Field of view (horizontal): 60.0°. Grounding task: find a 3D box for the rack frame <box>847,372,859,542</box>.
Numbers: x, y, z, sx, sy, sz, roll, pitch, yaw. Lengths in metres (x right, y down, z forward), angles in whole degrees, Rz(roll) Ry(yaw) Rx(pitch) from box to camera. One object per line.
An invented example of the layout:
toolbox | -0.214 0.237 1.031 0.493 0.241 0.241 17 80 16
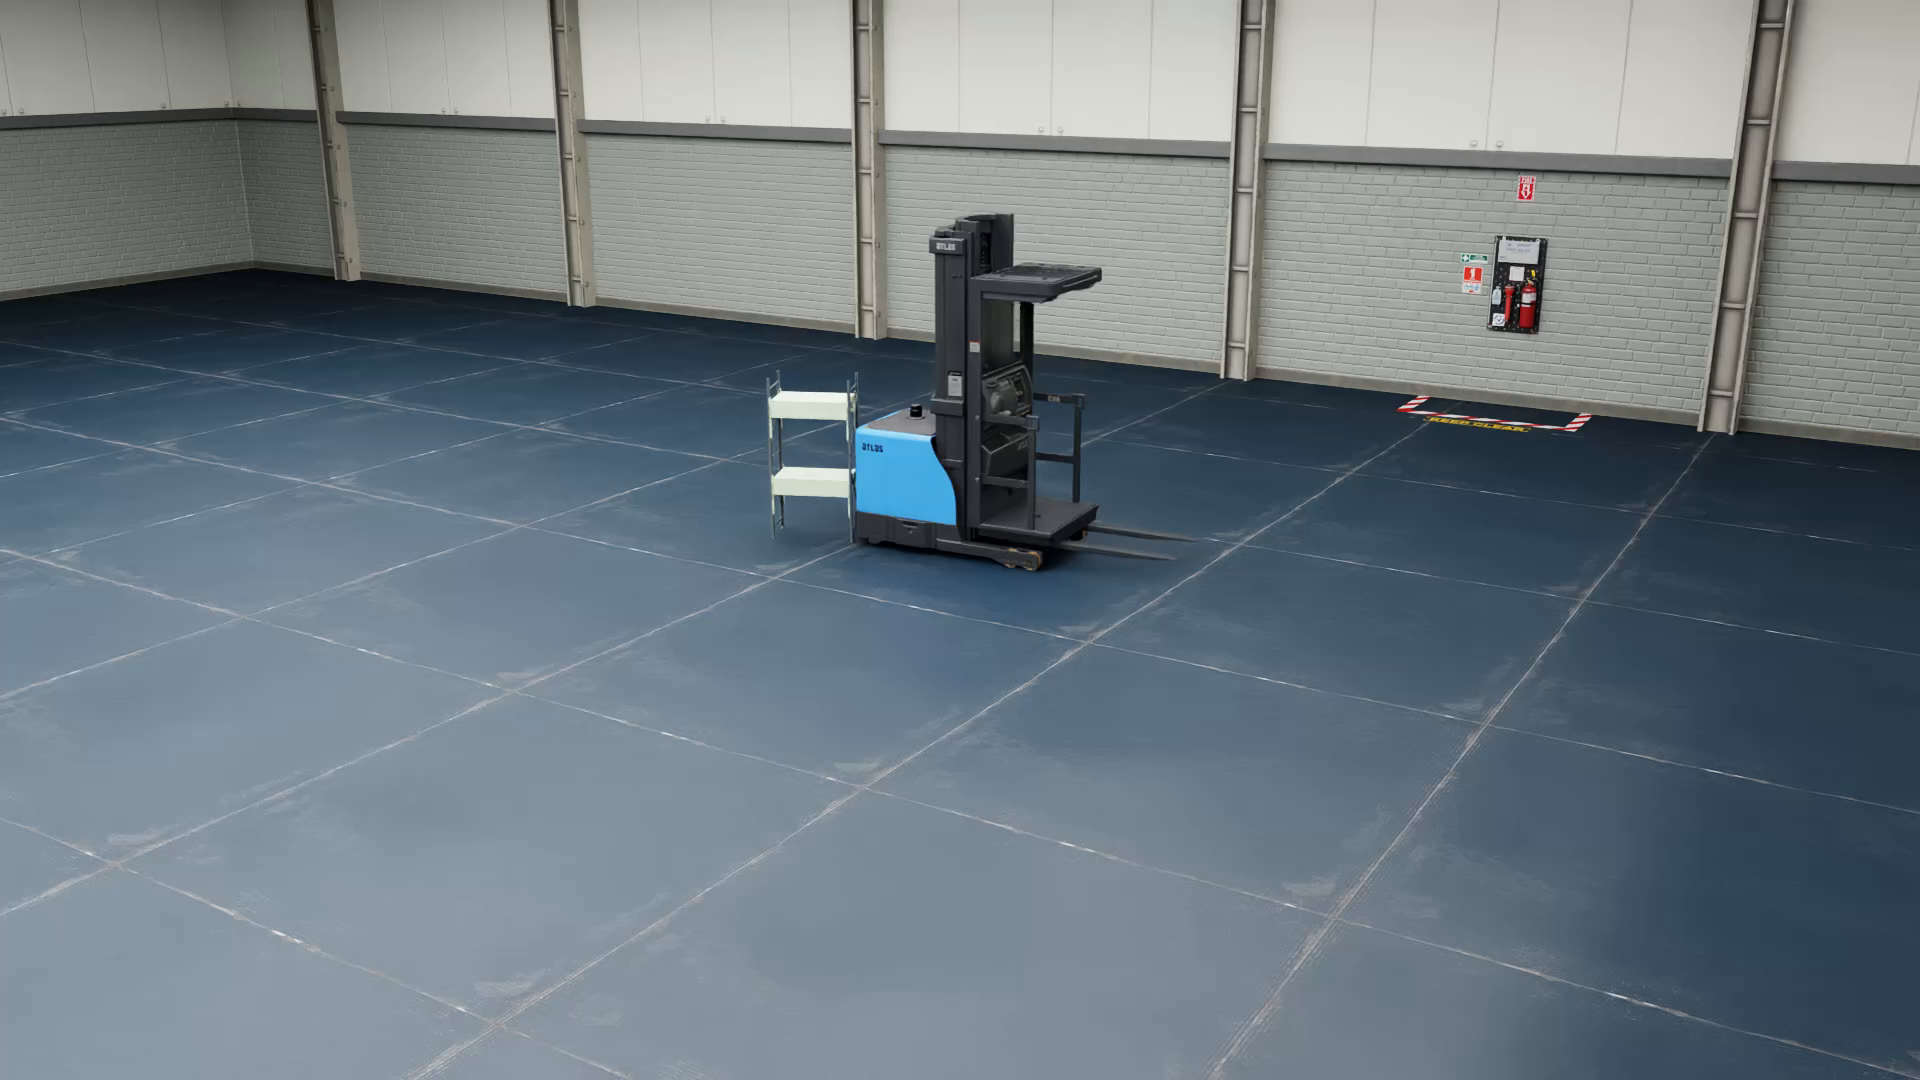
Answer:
rack frame | -0.966 -0.753 15.149 0.023 1.500 0.400 2 17 8

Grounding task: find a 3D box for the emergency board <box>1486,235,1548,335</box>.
emergency board | 6.784 -3.104 20.307 0.643 1.169 0.194 10 20 30

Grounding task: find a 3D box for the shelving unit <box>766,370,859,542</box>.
shelving unit | -1.328 -0.768 15.197 0.755 1.500 0.431 2 17 8

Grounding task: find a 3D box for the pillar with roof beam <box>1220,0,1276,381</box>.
pillar with roof beam | 1.504 -5.435 17.661 0.400 9.000 9.100 10 20 30

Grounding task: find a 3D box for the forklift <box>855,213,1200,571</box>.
forklift | 0.598 -1.309 14.516 3.031 2.935 1.130 8 19 26

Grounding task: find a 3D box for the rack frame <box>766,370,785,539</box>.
rack frame | -1.691 -0.783 15.246 0.023 1.500 0.400 2 17 8

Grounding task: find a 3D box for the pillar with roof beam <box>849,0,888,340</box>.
pillar with roof beam | -3.609 -6.348 20.665 0.400 9.000 9.100 10 20 30

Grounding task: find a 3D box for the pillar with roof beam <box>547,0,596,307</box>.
pillar with roof beam | -8.722 -7.261 23.670 0.400 9.000 9.100 10 20 30

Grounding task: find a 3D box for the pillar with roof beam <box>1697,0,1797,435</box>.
pillar with roof beam | 6.616 -4.523 14.656 0.400 9.000 9.100 10 20 30

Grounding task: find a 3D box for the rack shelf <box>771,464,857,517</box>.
rack shelf | -1.328 -0.456 15.292 0.720 0.370 0.431 2 17 8

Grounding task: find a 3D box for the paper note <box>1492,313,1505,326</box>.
paper note | 6.669 -2.726 20.580 0.142 0.148 0.016 10 20 30

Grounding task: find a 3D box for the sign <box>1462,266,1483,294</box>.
sign | 6.366 -3.230 20.662 0.234 0.329 0.001 10 20 30

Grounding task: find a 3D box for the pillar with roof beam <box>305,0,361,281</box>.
pillar with roof beam | -13.835 -8.173 26.674 0.400 9.000 9.100 10 20 30

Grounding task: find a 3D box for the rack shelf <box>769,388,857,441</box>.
rack shelf | -1.328 -1.141 15.084 0.720 0.370 0.431 2 17 8

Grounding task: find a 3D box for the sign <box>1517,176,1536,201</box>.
sign | 6.829 -4.239 20.055 0.199 0.298 0.001 10 20 30

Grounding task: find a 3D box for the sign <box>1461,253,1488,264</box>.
sign | 6.366 -3.481 20.576 0.331 0.109 0.001 10 20 30
